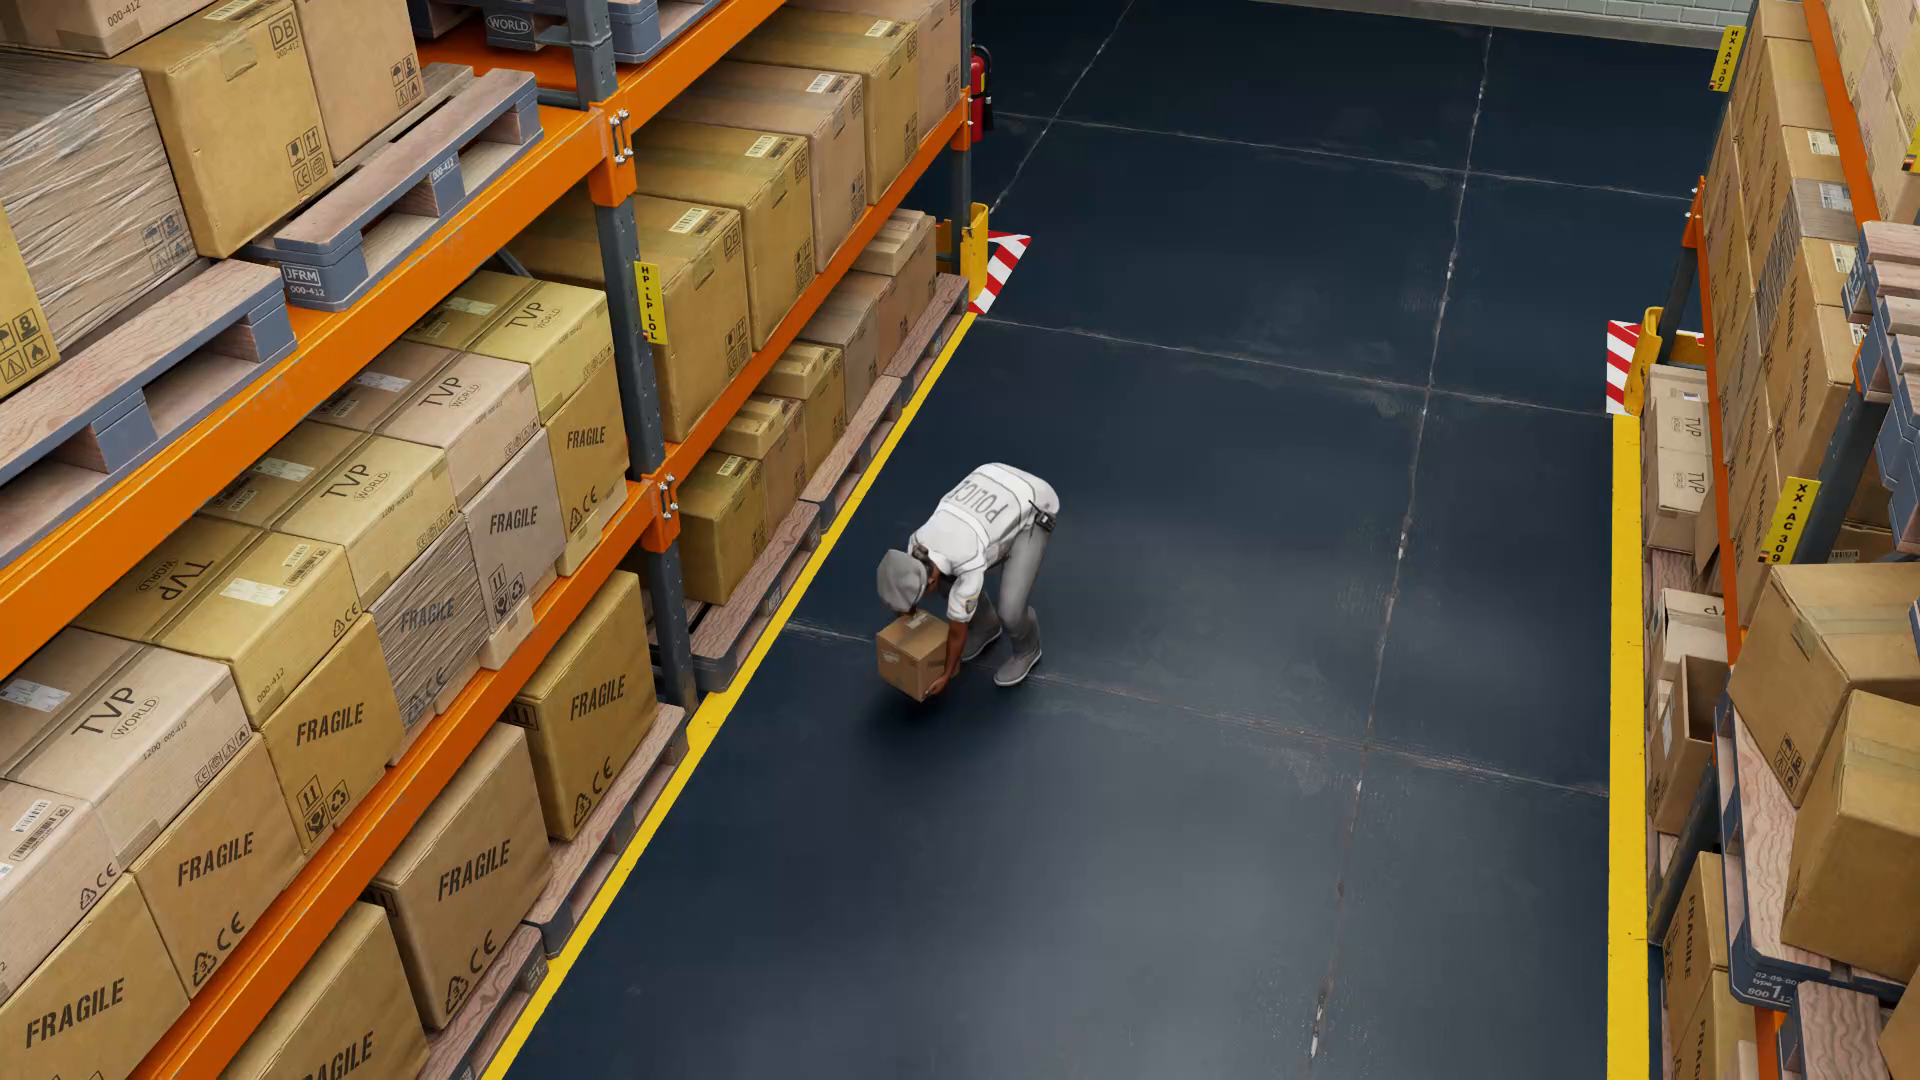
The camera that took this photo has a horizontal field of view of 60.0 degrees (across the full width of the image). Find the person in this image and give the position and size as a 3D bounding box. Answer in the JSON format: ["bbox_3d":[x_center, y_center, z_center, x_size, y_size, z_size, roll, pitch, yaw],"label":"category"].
[{"bbox_3d":[0.037,0.233,7.146,0.461,0.987,0.926,27,45,31],"label":"person"}]
